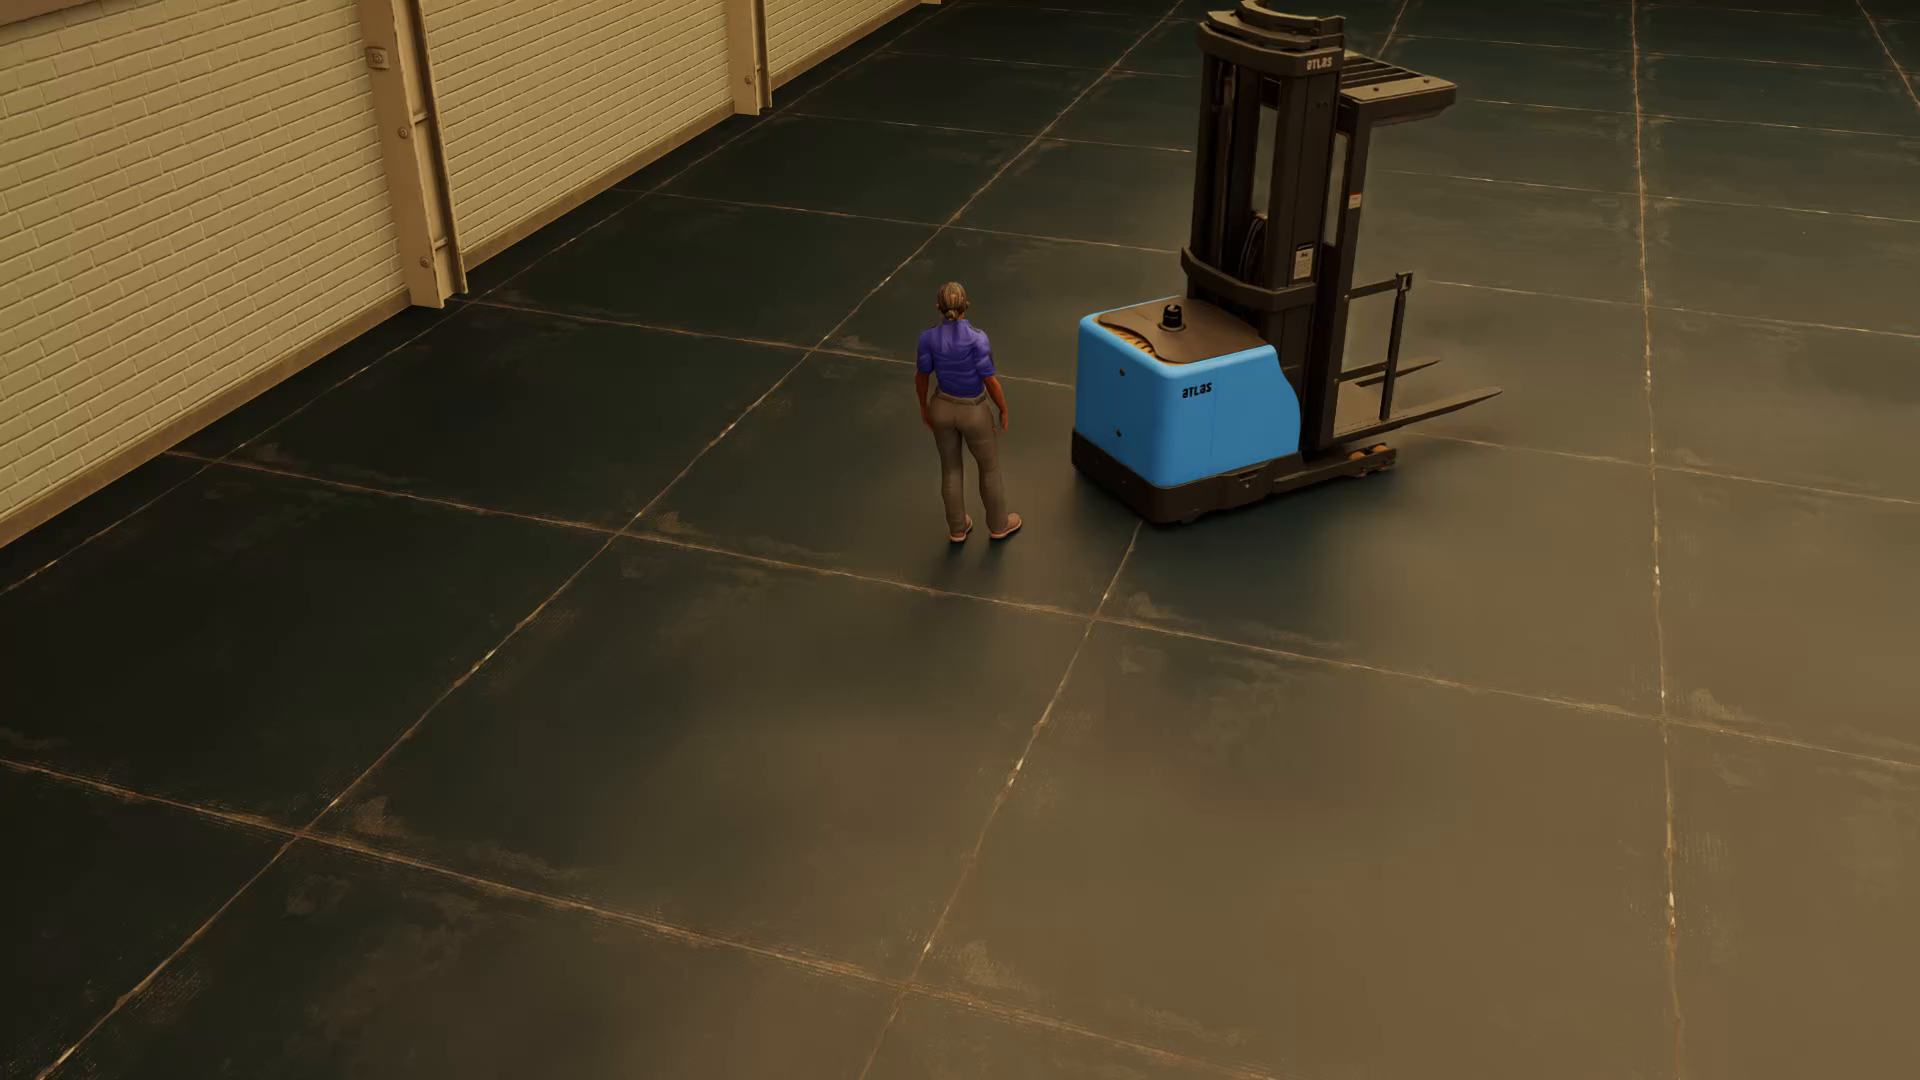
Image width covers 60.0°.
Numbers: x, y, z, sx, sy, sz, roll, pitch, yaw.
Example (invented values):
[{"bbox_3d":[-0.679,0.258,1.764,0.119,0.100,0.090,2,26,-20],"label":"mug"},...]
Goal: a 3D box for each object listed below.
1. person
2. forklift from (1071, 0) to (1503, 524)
[{"bbox_3d":[0.047,-0.763,9.749,0.569,1.655,0.504,10,31,16],"label":"person"},{"bbox_3d":[2.265,-1.889,10.450,3.031,2.935,1.130,-16,33,-25],"label":"forklift"}]
